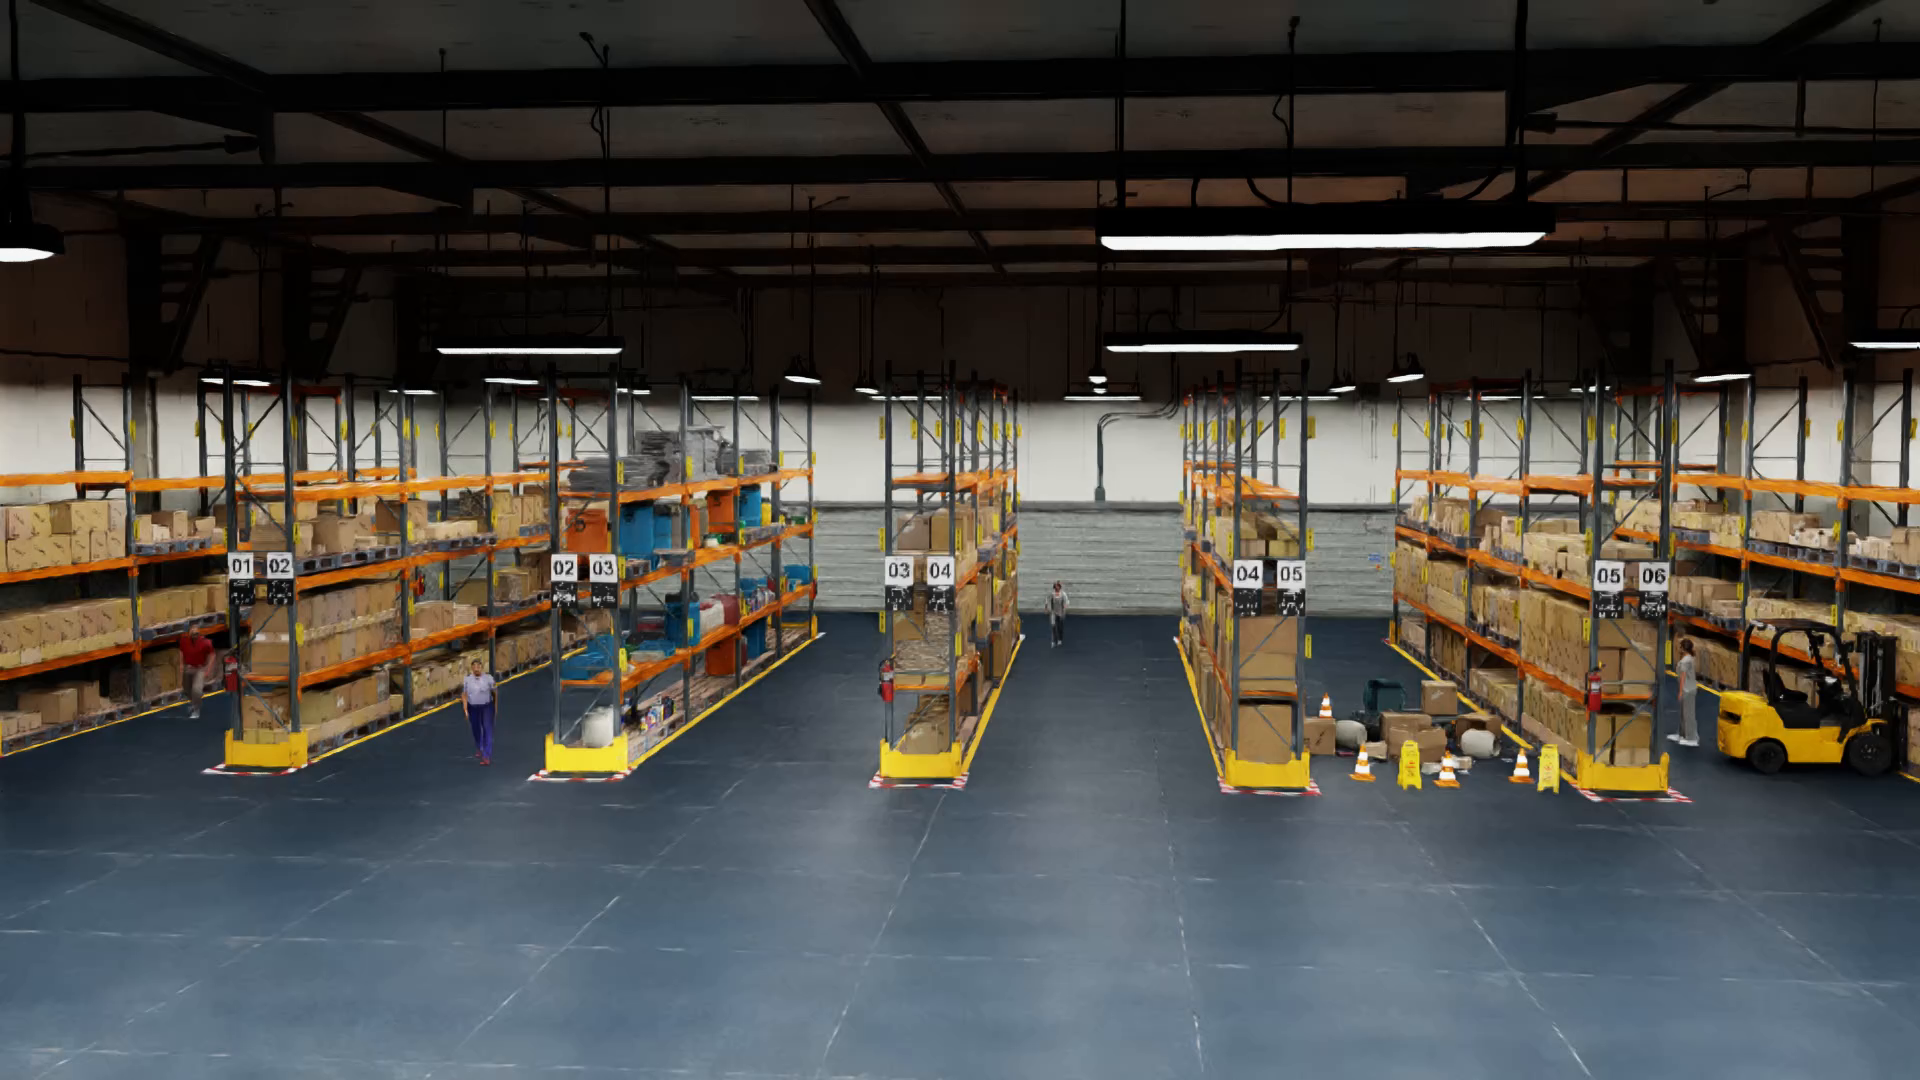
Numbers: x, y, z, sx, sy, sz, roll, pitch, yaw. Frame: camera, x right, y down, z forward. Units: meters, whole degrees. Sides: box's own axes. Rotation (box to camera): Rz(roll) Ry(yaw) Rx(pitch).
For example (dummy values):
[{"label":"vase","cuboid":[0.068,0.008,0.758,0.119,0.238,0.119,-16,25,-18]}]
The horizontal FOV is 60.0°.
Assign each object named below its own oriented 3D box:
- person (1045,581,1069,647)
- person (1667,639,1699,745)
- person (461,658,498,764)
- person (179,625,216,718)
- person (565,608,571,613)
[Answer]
[{"label":"person","cuboid":[2.259,1.703,38.618,0.551,1.516,0.837,0,4,0]},{"label":"person","cuboid":[11.559,2.405,26.538,0.529,1.671,0.544,3,5,37]},{"label":"person","cuboid":[-7.240,2.552,25.045,0.503,1.568,1.033,0,4,-3]},{"label":"person","cuboid":[-13.384,2.273,29.259,0.618,1.641,0.812,0,4,-3]},{"label":"person","cuboid":[-10.007,1.351,42.024,0.603,1.791,0.740,2,4,33]}]
